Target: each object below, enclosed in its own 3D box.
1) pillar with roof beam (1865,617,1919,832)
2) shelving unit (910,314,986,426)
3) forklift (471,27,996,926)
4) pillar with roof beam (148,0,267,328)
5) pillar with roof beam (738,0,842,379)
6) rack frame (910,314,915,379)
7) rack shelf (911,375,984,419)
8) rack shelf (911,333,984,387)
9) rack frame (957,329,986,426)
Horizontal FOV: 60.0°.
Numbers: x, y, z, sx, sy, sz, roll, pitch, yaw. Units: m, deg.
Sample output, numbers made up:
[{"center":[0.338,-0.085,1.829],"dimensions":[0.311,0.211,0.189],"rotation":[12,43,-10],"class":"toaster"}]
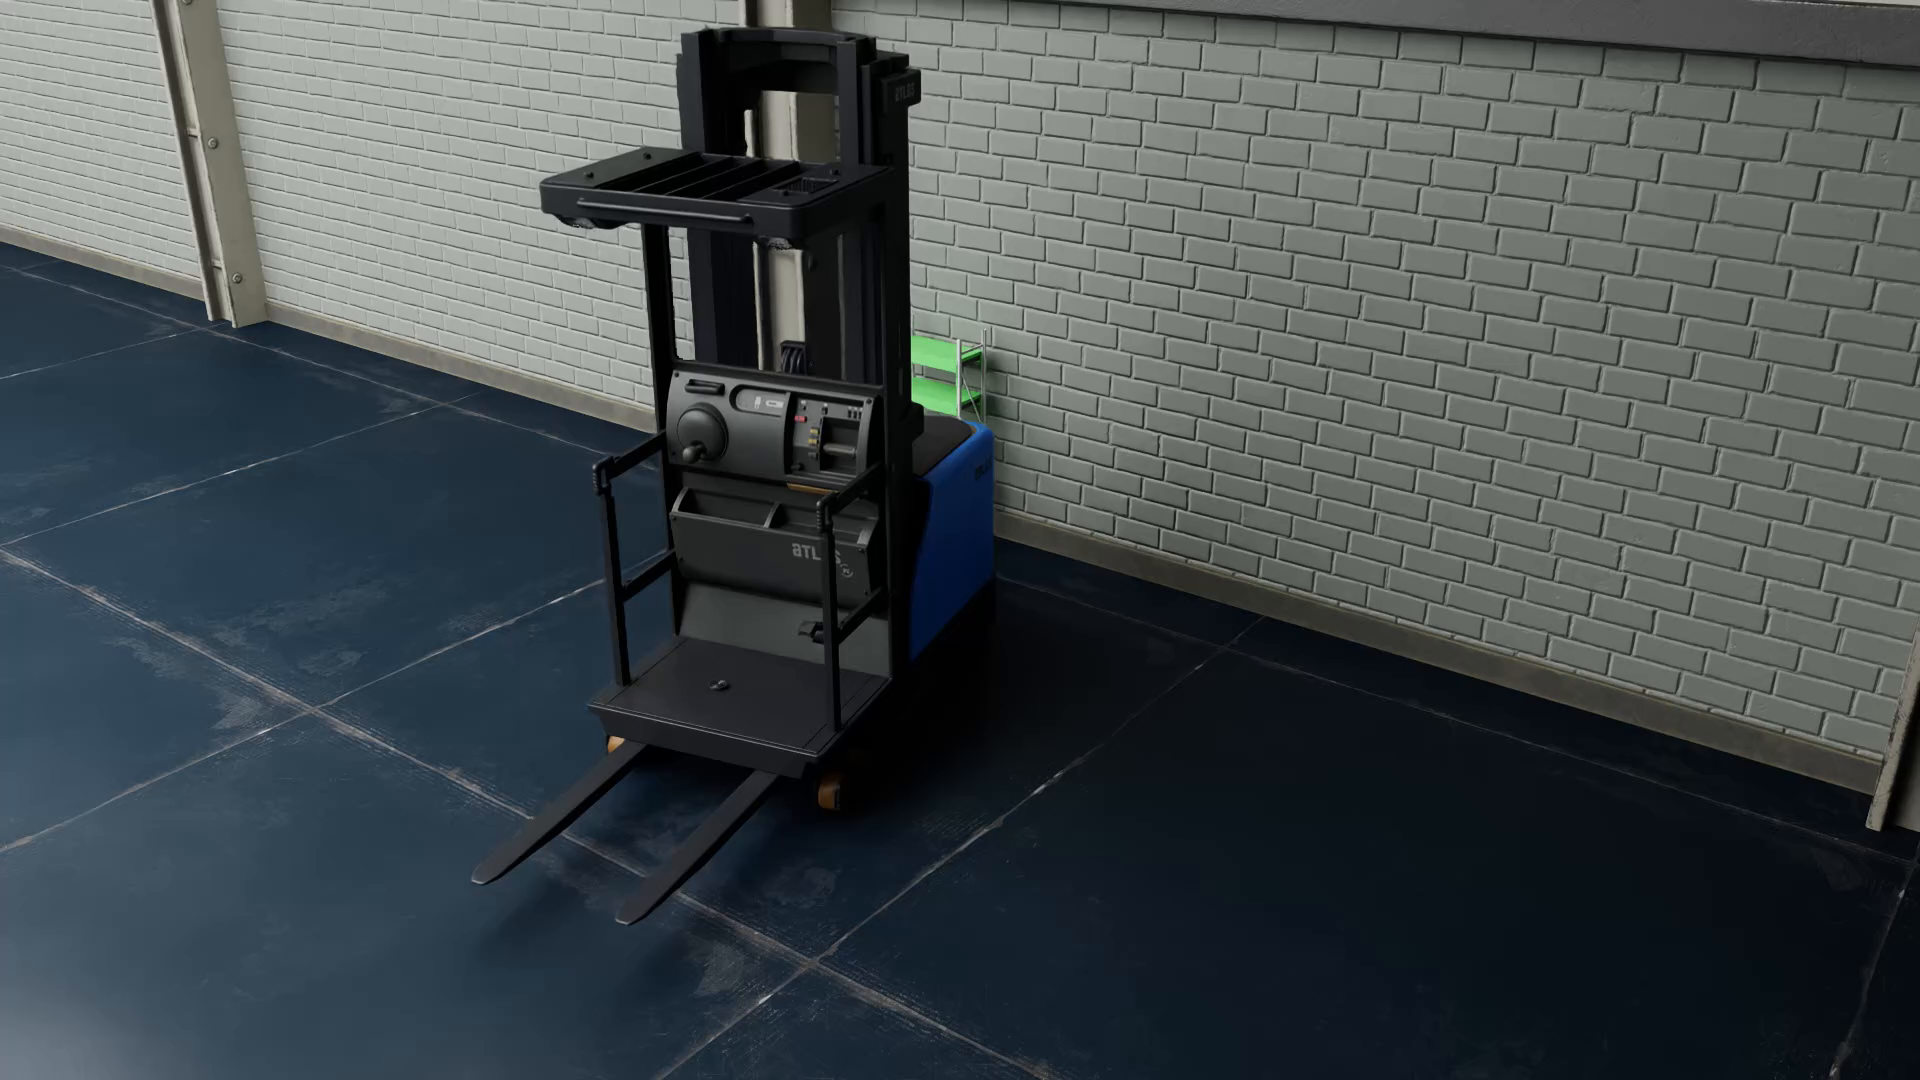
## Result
[{"center":[1.288,-1.584,1.684],"dimensions":[0.400,9.000,9.100],"rotation":[17,29,33],"class":"pillar with roof beam"},{"center":[-0.132,-0.589,9.099],"dimensions":[0.503,1.200,0.258],"rotation":[17,29,33],"class":"shelving unit"},{"center":[-0.858,-0.433,6.597],"dimensions":[1.130,2.935,3.031],"rotation":[10,26,21],"class":"forklift"},{"center":[-8.315,-4.486,8.270],"dimensions":[0.400,9.000,9.100],"rotation":[17,29,33],"class":"pillar with roof beam"},{"center":[-3.514,-3.035,4.977],"dimensions":[0.400,9.000,9.100],"rotation":[17,29,33],"class":"pillar with roof beam"},{"center":[-0.328,-0.648,9.233],"dimensions":[0.015,1.200,0.240],"rotation":[17,29,33],"class":"rack frame"},{"center":[-0.132,-0.750,9.028],"dimensions":[0.480,0.148,0.258],"rotation":[17,29,33],"class":"rack shelf"},{"center":[-0.132,-0.970,8.931],"dimensions":[0.480,0.148,0.258],"rotation":[17,29,33],"class":"rack shelf"},{"center":[0.063,-0.530,8.965],"dimensions":[0.015,1.200,0.240],"rotation":[17,29,33],"class":"rack frame"}]
